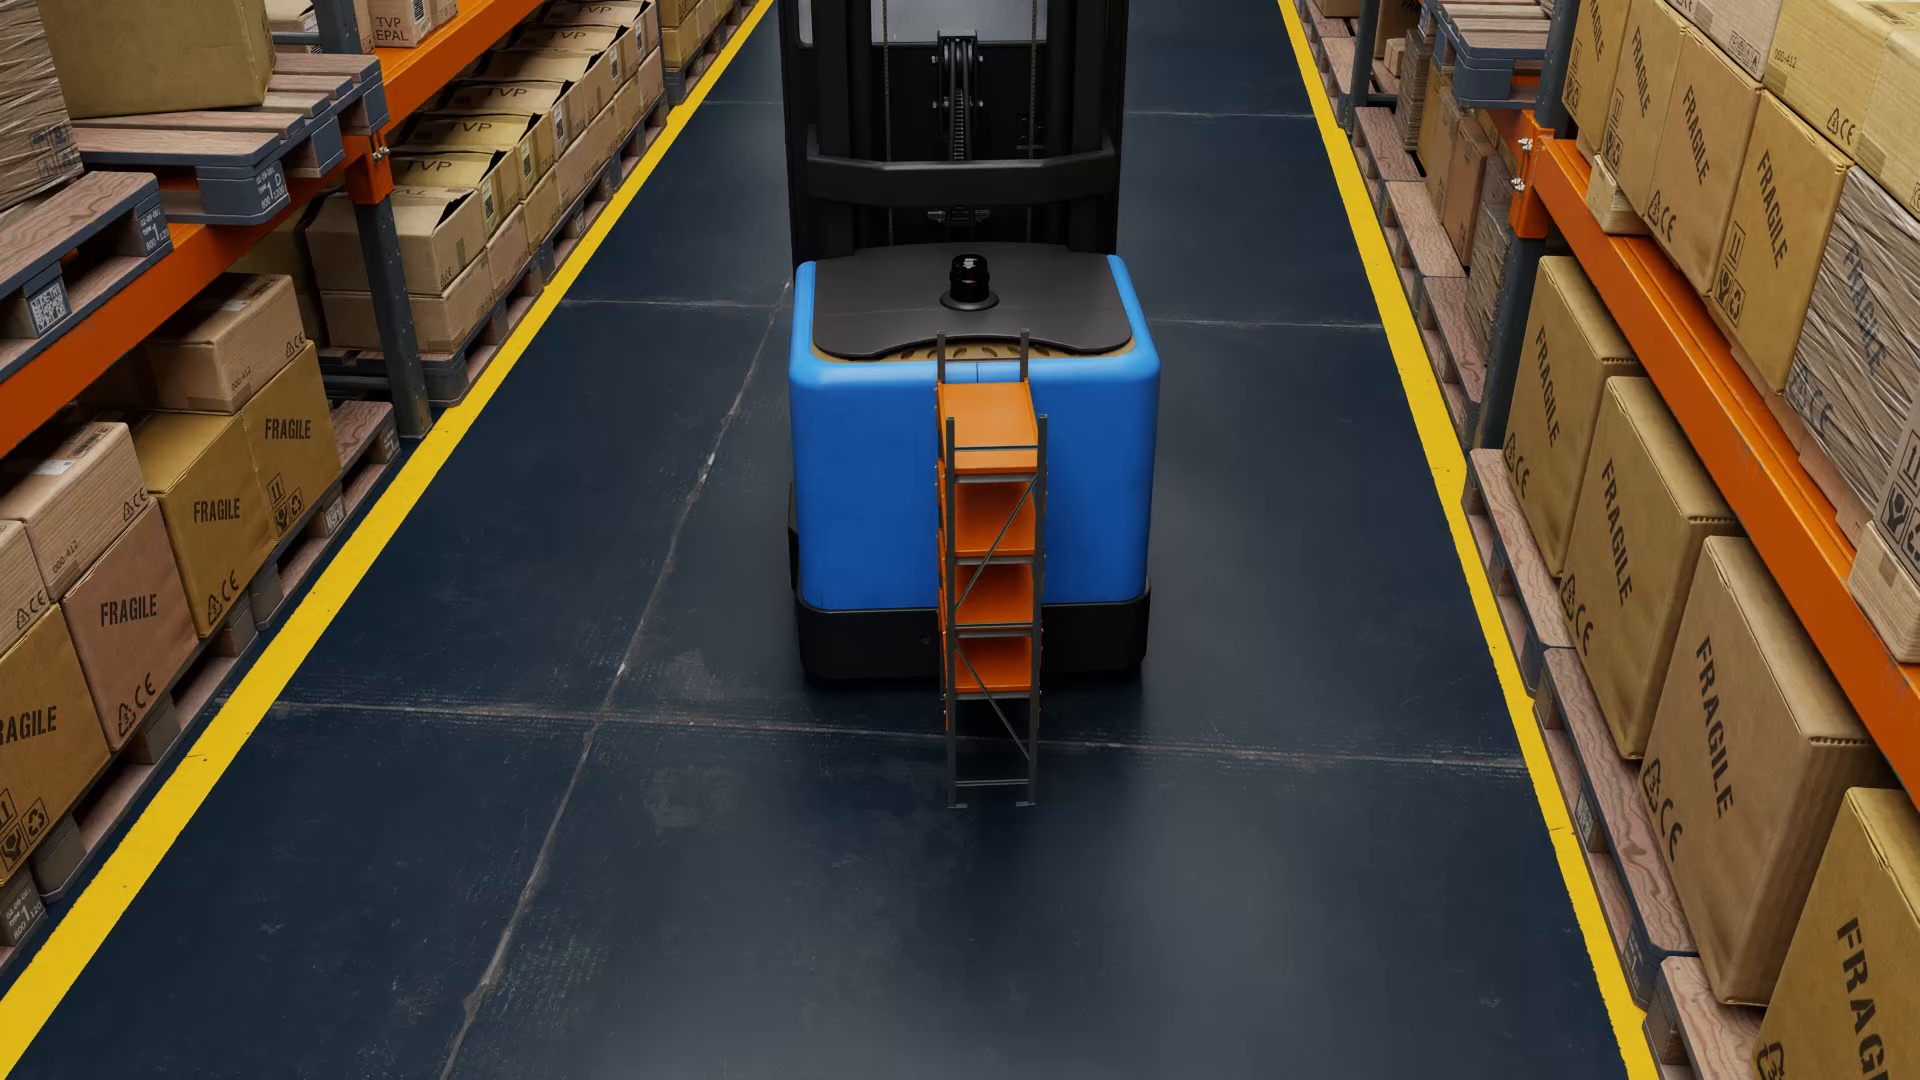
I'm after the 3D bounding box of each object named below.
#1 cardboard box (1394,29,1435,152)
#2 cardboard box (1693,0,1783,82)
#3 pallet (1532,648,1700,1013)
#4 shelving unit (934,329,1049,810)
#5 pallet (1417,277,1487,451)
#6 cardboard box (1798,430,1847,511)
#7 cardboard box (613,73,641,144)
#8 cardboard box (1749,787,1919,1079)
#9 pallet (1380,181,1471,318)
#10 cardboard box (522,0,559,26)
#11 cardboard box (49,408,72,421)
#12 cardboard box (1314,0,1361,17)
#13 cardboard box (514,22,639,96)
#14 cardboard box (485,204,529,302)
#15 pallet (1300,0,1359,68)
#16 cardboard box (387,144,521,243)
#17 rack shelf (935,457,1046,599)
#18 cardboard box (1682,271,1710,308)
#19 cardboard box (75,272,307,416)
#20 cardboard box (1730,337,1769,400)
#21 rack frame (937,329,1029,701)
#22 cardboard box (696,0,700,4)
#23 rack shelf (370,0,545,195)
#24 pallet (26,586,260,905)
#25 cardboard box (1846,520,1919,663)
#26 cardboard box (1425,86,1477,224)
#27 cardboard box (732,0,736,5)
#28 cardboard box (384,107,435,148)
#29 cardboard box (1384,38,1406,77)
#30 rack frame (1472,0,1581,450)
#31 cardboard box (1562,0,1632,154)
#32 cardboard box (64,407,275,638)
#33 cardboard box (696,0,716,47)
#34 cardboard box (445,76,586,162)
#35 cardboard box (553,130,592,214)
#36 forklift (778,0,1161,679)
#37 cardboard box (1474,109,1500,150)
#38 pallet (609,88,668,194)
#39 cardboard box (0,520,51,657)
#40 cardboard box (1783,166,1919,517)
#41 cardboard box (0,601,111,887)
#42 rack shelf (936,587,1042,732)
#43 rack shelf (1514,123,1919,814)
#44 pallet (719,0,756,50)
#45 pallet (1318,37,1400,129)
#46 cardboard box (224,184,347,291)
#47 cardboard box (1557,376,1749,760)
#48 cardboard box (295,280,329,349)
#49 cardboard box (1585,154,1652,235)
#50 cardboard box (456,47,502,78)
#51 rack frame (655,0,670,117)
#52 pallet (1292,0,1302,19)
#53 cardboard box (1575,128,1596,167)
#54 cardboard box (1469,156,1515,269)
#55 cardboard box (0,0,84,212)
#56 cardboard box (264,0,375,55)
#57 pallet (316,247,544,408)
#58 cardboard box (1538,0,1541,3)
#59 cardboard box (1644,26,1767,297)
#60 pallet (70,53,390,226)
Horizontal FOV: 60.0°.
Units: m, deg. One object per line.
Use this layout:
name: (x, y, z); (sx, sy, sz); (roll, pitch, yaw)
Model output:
cardboard box: (2.670, -2.326, 8.629); (0.700, 0.500, 0.500); (3, 32, 6)
cardboard box: (2.014, -1.225, 3.766); (0.500, 0.250, 0.500); (3, 32, 4)
pallet: (2.146, 0.735, 4.356); (1.003, 0.211, 1.213); (2, 32, 4)
shelving unit: (0.073, 0.092, 4.457); (0.258, 1.200, 0.503); (-2, 32, -3)
pallet: (2.452, -0.718, 6.715); (1.003, 0.211, 1.213); (2, 32, 4)
cardboard box: (1.954, -0.158, 3.368); (0.380, 0.149, 0.250); (2, 32, 3)
cardboard box: (-2.012, -2.313, 8.864); (0.500, 0.250, 0.500); (2, 32, 3)
cardboard box: (1.985, 0.986, 2.940); (0.750, 0.750, 0.750); (3, 32, 5)
pallet: (2.554, -1.355, 7.747); (1.003, 0.211, 1.213); (2, 32, 4)
cardboard box: (-2.506, -2.840, 9.185); (0.500, 0.311, 0.500); (3, 32, 4)
cardboard box: (-2.955, -0.068, 4.964); (0.500, 0.500, 0.500); (2, 32, 3)
cardboard box: (2.737, -3.766, 10.965); (0.700, 0.500, 0.500); (1, 32, 1)
cardboard box: (-2.008, -2.549, 8.713); (0.500, 0.311, 0.500); (3, 32, 5)
cardboard box: (-2.175, -1.239, 7.122); (0.500, 0.250, 0.500); (2, 32, 3)
pallet: (2.829, -3.394, 11.056); (1.003, 0.211, 1.213); (2, 32, 4)
cardboard box: (-2.180, -1.490, 6.995); (0.500, 0.311, 0.500); (2, 32, 3)
rack shelf: (0.073, -0.041, 4.375); (0.258, 0.148, 0.480); (-2, 32, -3)
cardboard box: (2.084, -0.697, 4.242); (0.380, 0.149, 0.250); (3, 32, 5)
cardboard box: (-2.393, -0.620, 5.146); (0.500, 0.250, 0.500); (4, 32, 6)
cardboard box: (2.016, -0.434, 3.815); (0.380, 0.149, 0.250); (3, 32, 4)
rack frame: (0.060, -0.036, 4.664); (0.240, 1.200, 0.015); (-2, 32, -3)
cardboard box: (-1.842, -3.617, 10.265); (0.500, 0.500, 0.500); (2, 32, 4)
rack shelf: (-2.387, -2.446, 7.546); (1.077, 0.370, 4.000); (2, 32, 4)
pallet: (-2.751, 0.505, 4.729); (1.003, 0.211, 1.213); (2, 32, 4)
cardboard box: (1.833, 0.097, 2.954); (0.380, 0.149, 0.250); (2, 32, 4)
cardboard box: (2.596, -1.789, 7.757); (0.700, 0.500, 0.500); (3, 32, 5)
cardboard box: (-1.758, -3.820, 11.310); (0.500, 0.250, 0.500); (2, 32, 4)
cardboard box: (-2.673, -1.774, 7.455); (0.500, 0.311, 0.500); (2, 32, 4)
cardboard box: (2.727, -2.851, 9.798); (0.380, 0.166, 0.250); (-2, 32, -2)
rack frame: (2.387, -1.497, 5.320); (1.000, 3.000, 0.127); (2, 32, 4)
cardboard box: (2.093, -1.432, 4.816); (0.500, 0.500, 0.500); (3, 32, 5)
cardboard box: (-2.435, -0.060, 4.952); (0.500, 0.500, 0.500); (1, 32, 2)
cardboard box: (-1.839, -3.297, 10.462); (0.500, 0.250, 0.500); (2, 32, 4)
cardboard box: (-2.095, -2.025, 7.864); (0.500, 0.311, 0.500); (2, 32, 3)
cardboard box: (-2.096, -1.779, 7.999); (0.500, 0.250, 0.500); (3, 32, 5)
forklift: (-0.034, -1.577, 5.516); (1.130, 2.935, 3.031); (-2, 32, -3)
cardboard box: (2.540, -1.883, 7.194); (0.500, 0.250, 0.500); (2, 32, 4)
pallet: (-2.246, -2.224, 9.158); (1.003, 0.211, 1.213); (2, 32, 4)
cardboard box: (-2.512, 0.177, 3.852); (0.500, 0.250, 0.500); (3, 32, 4)
cardboard box: (1.929, -0.365, 3.085); (0.500, 0.500, 0.500); (3, 32, 4)
cardboard box: (-2.513, 0.479, 4.077); (0.500, 0.500, 0.500); (3, 32, 5)
rack shelf: (0.073, 0.318, 4.596); (0.258, 0.148, 0.480); (-2, 32, -3)
rack shelf: (2.225, -0.145, 3.812); (1.077, 0.370, 4.000); (2, 32, 4)
pallet: (-2.021, -3.665, 11.496); (1.003, 0.211, 1.213); (2, 32, 4)
pallet: (2.732, -2.754, 10.018); (1.003, 0.211, 1.213); (2, 32, 4)
cardboard box: (-2.753, -1.238, 6.586); (0.500, 0.311, 0.500); (3, 32, 5)
cardboard box: (2.119, 0.076, 4.416); (0.750, 0.750, 0.750); (2, 32, 4)
cardboard box: (-2.750, -1.000, 6.735); (0.500, 0.250, 0.500); (3, 32, 5)
cardboard box: (1.995, -0.970, 4.685); (0.380, 0.149, 0.250); (3, 32, 5)
cardboard box: (-2.593, -2.308, 8.321); (0.500, 0.311, 0.500); (1, 32, 2)
rack frame: (-2.225, -3.798, 9.054); (1.000, 3.000, 0.127); (2, 32, 4)
pallet: (2.931, -4.030, 12.088); (1.003, 0.211, 1.213); (2, 32, 4)
cardboard box: (2.130, -1.236, 5.117); (0.380, 0.149, 0.250); (2, 32, 3)
cardboard box: (2.552, -1.263, 6.904); (0.700, 0.500, 0.500); (2, 32, 4)
cardboard box: (-2.754, -1.124, 4.219); (0.700, 0.500, 0.500); (8, 33, 13)
cardboard box: (-2.477, -1.857, 5.989); (0.500, 0.311, 0.500); (4, 32, 7)
pallet: (-2.444, -0.948, 7.088); (1.003, 0.211, 1.213); (2, 32, 4)
cardboard box: (2.434, -2.266, 6.054); (0.700, 0.500, 0.500); (0, 32, -1)
cardboard box: (1.999, -0.899, 3.951); (0.500, 0.500, 0.500); (2, 32, 4)
pallet: (-2.535, -1.268, 5.131); (1.213, 0.211, 1.003); (2, 32, 4)
